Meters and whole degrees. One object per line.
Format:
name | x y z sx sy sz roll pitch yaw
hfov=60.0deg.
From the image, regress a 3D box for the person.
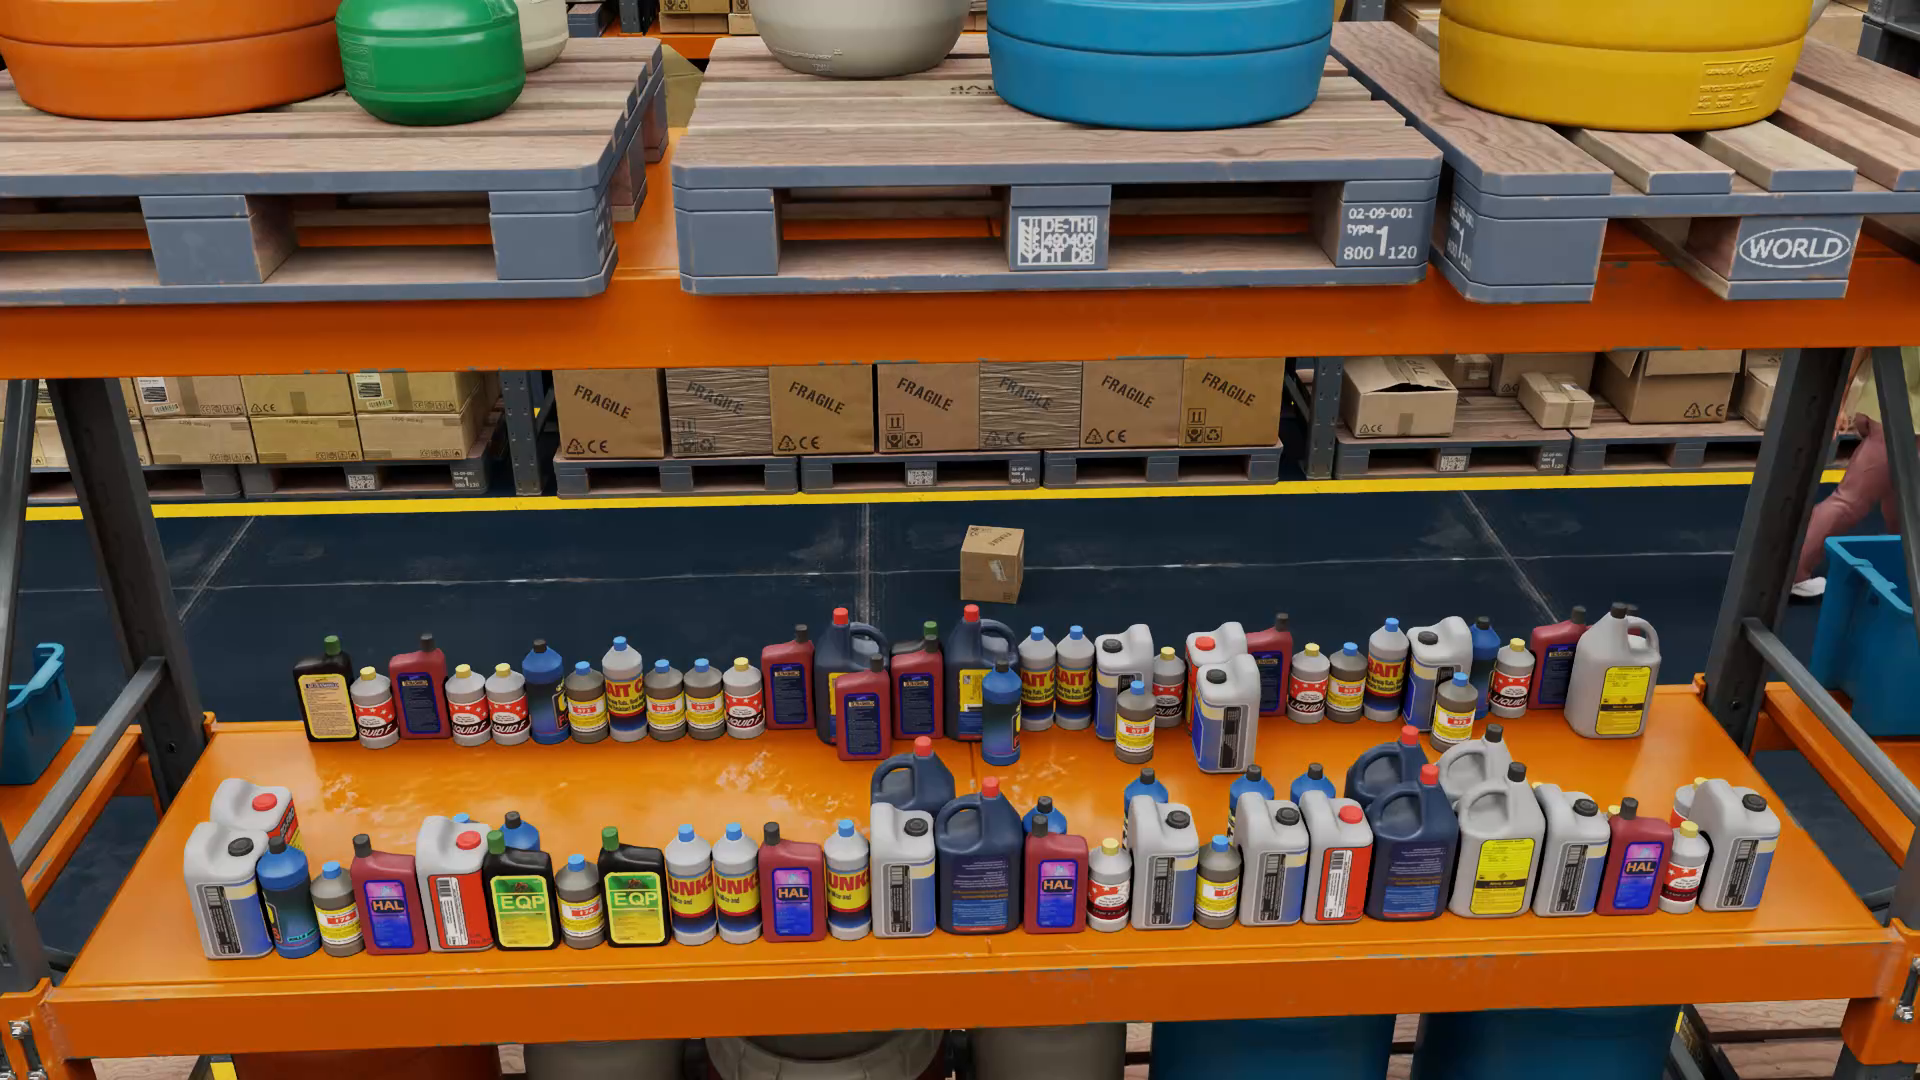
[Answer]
person | 4.079 -0.500 7.084 1.013 1.616 0.450 -2 28 -3
